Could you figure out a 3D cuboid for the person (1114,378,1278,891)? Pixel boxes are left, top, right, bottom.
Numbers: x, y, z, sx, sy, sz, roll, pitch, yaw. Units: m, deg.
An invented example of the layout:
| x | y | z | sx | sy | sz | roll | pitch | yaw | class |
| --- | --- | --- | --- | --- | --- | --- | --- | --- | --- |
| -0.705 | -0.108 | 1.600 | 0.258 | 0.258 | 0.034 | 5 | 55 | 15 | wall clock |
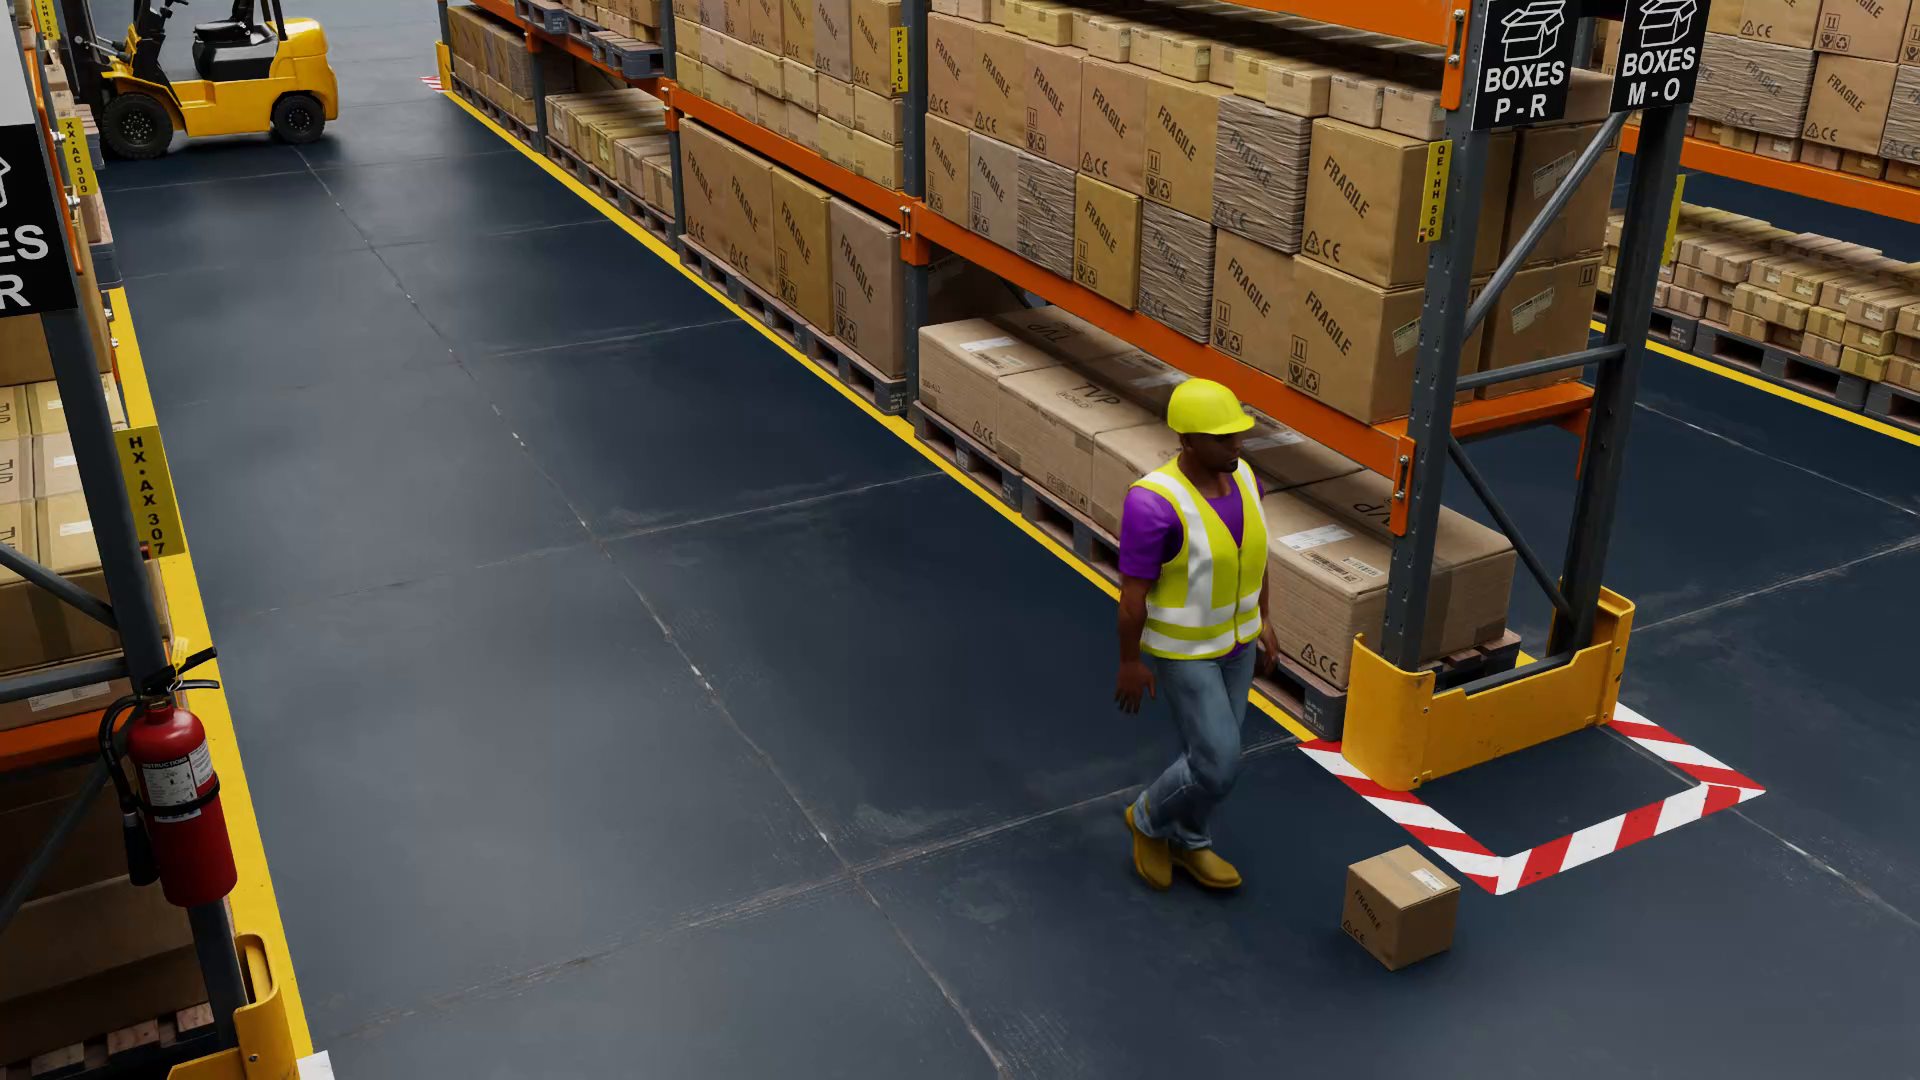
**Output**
| x | y | z | sx | sy | sz | roll | pitch | yaw | class |
| --- | --- | --- | --- | --- | --- | --- | --- | --- | --- |
| 0.803 | 0.346 | 5.324 | 0.620 | 1.770 | 0.469 | -21 | 32 | -37 | person |
